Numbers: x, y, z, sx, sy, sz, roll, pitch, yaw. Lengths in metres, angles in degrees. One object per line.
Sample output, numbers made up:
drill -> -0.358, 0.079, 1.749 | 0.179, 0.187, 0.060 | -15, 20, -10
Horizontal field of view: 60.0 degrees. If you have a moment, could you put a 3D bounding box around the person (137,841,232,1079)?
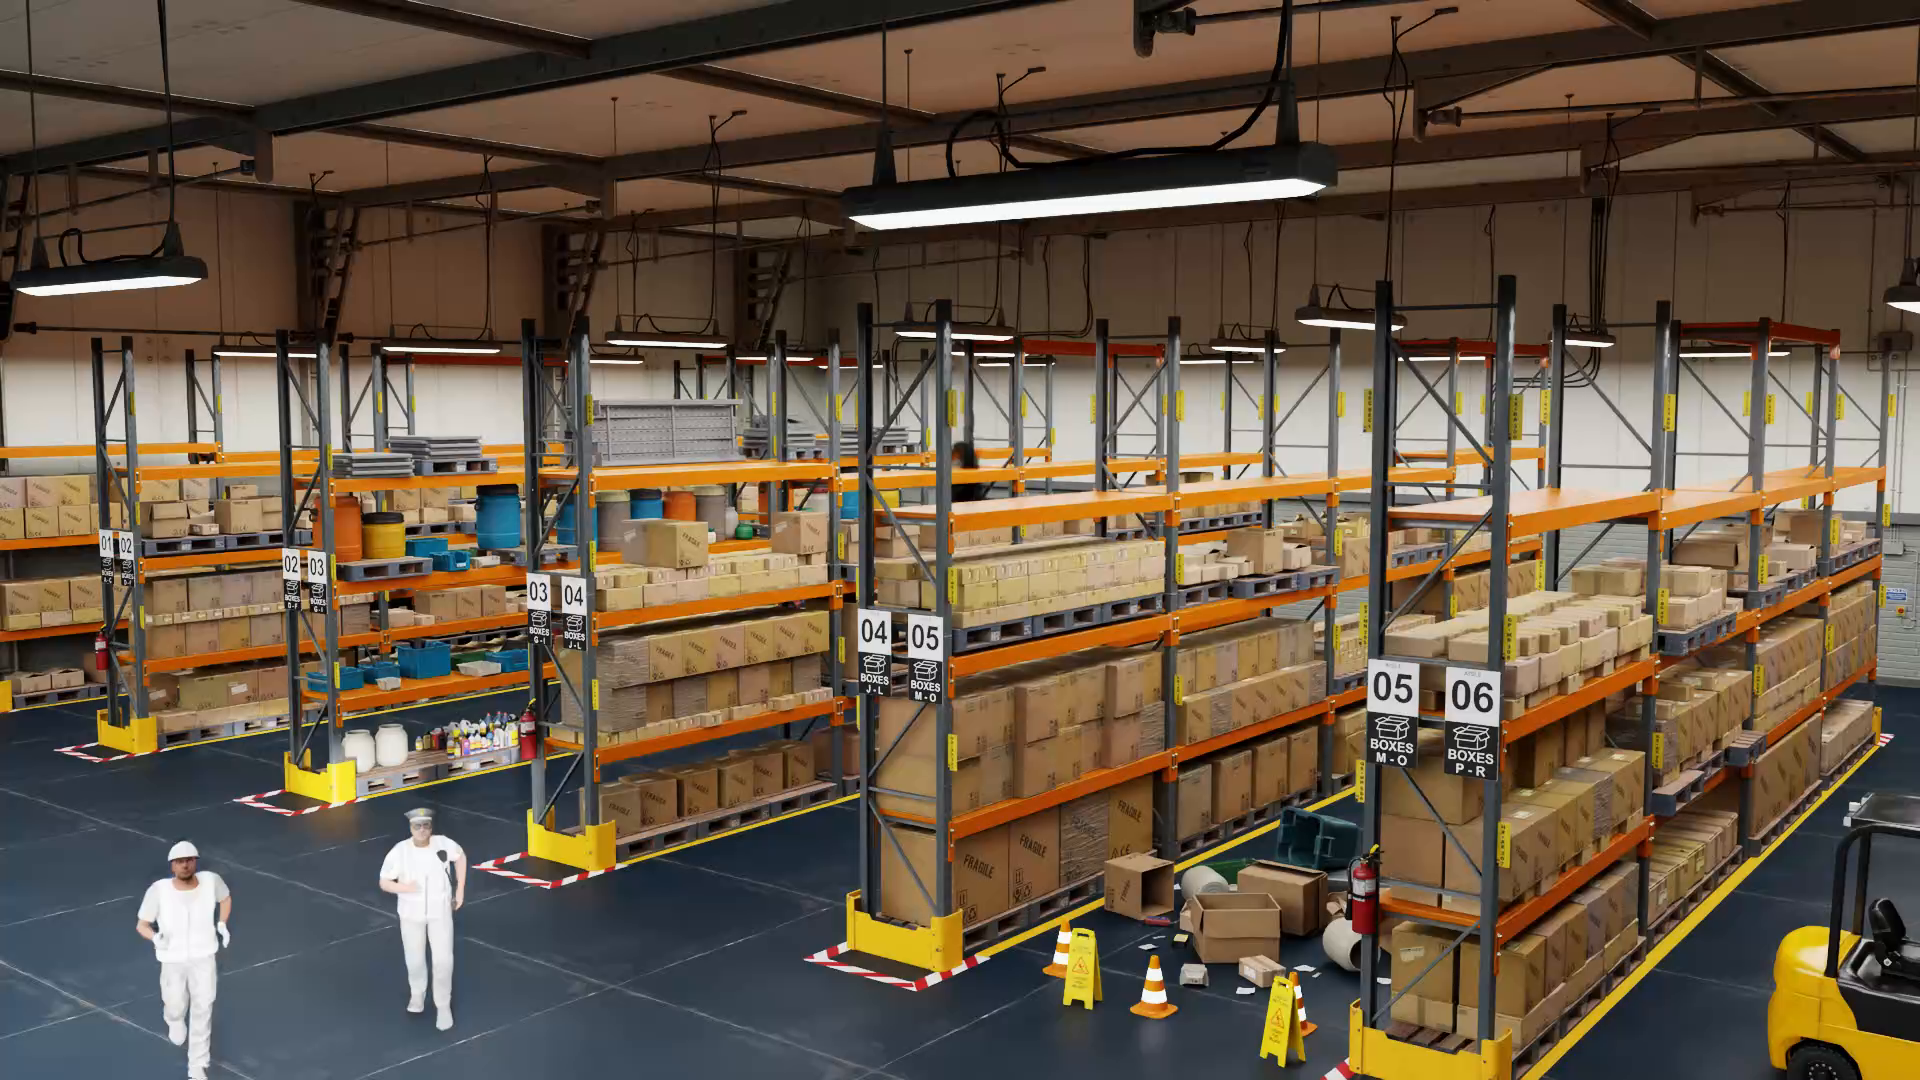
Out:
person -> -5.884, 3.170, 12.676 | 0.682, 1.768, 0.940 | -3, 6, -30

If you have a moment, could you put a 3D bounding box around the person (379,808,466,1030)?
person -> -4.407, 3.100, 13.686 | 0.682, 1.858, 0.778 | -2, 5, -19
